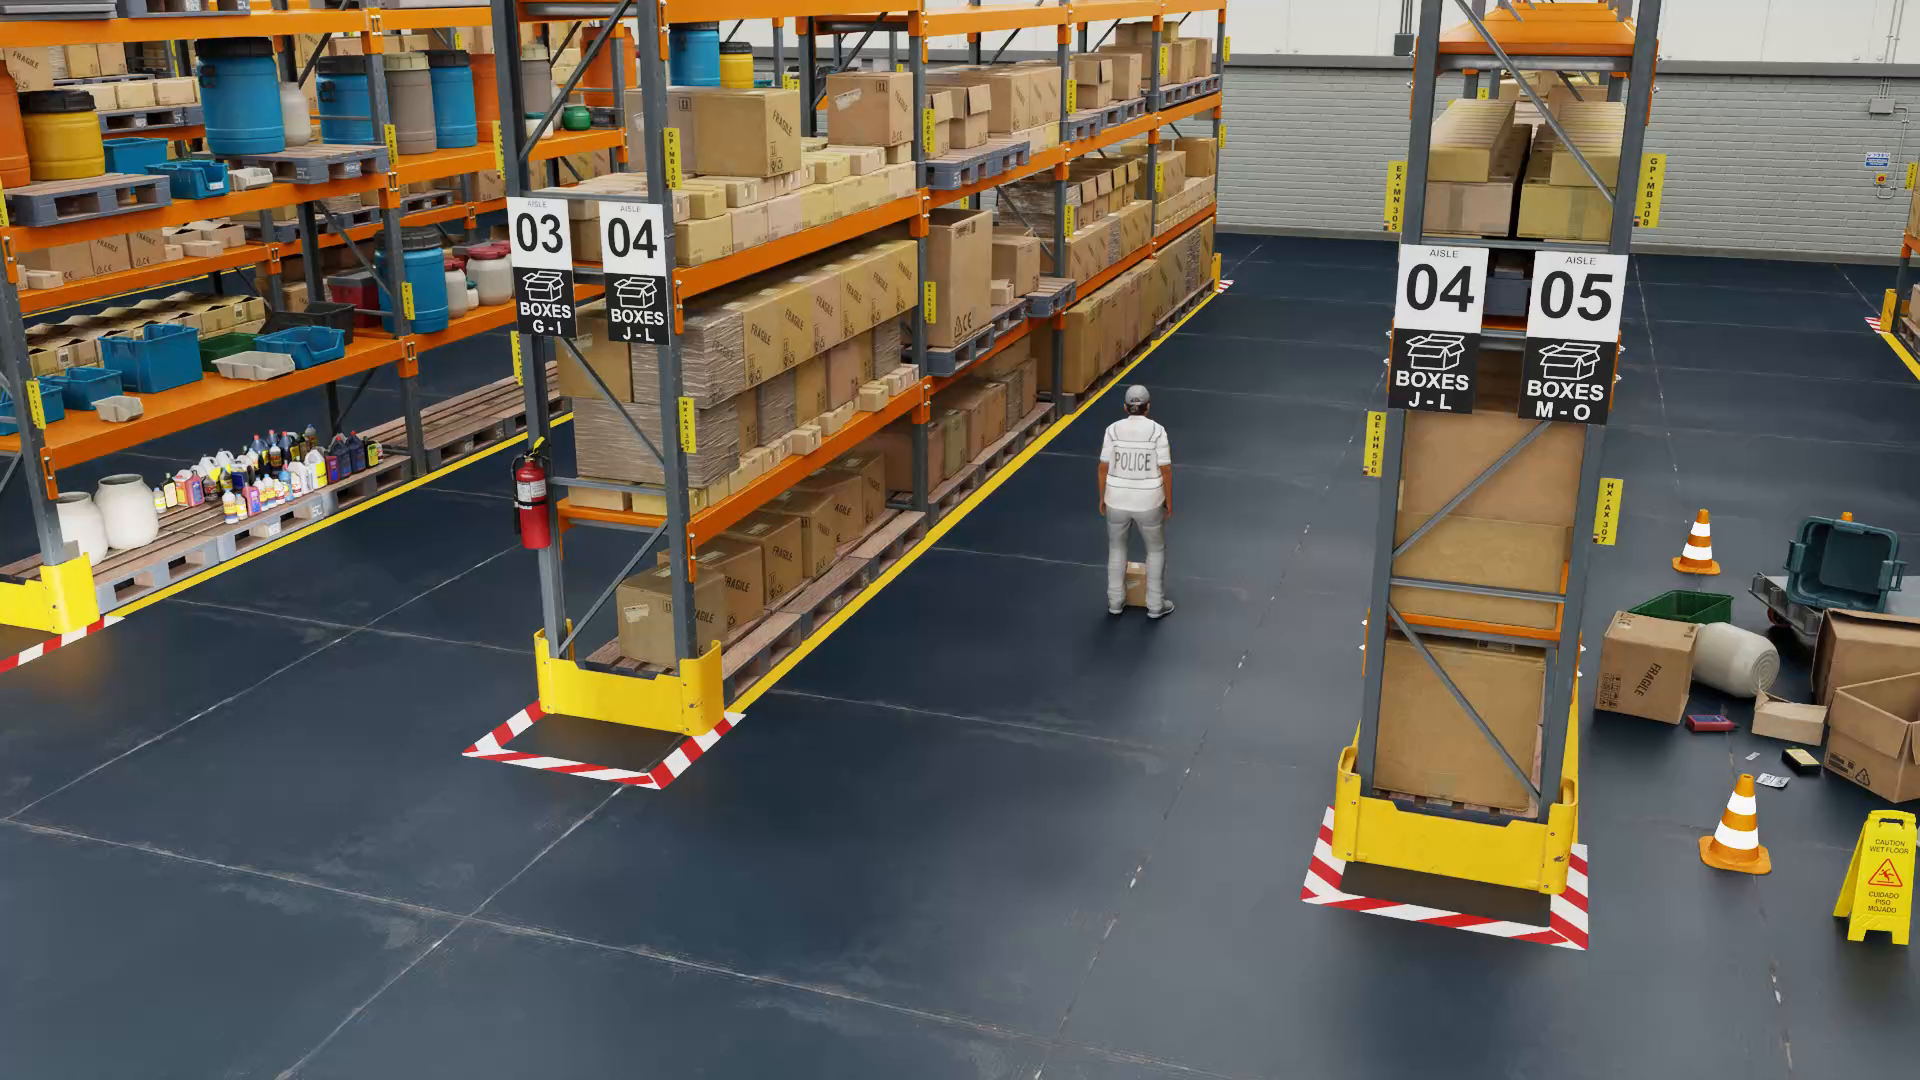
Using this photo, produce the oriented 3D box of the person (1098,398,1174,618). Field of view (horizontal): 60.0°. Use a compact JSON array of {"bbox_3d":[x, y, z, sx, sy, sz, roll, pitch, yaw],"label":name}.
[{"bbox_3d":[1.257,-0.256,11.828,0.563,1.651,0.403,5,19,15],"label":"person"}]
